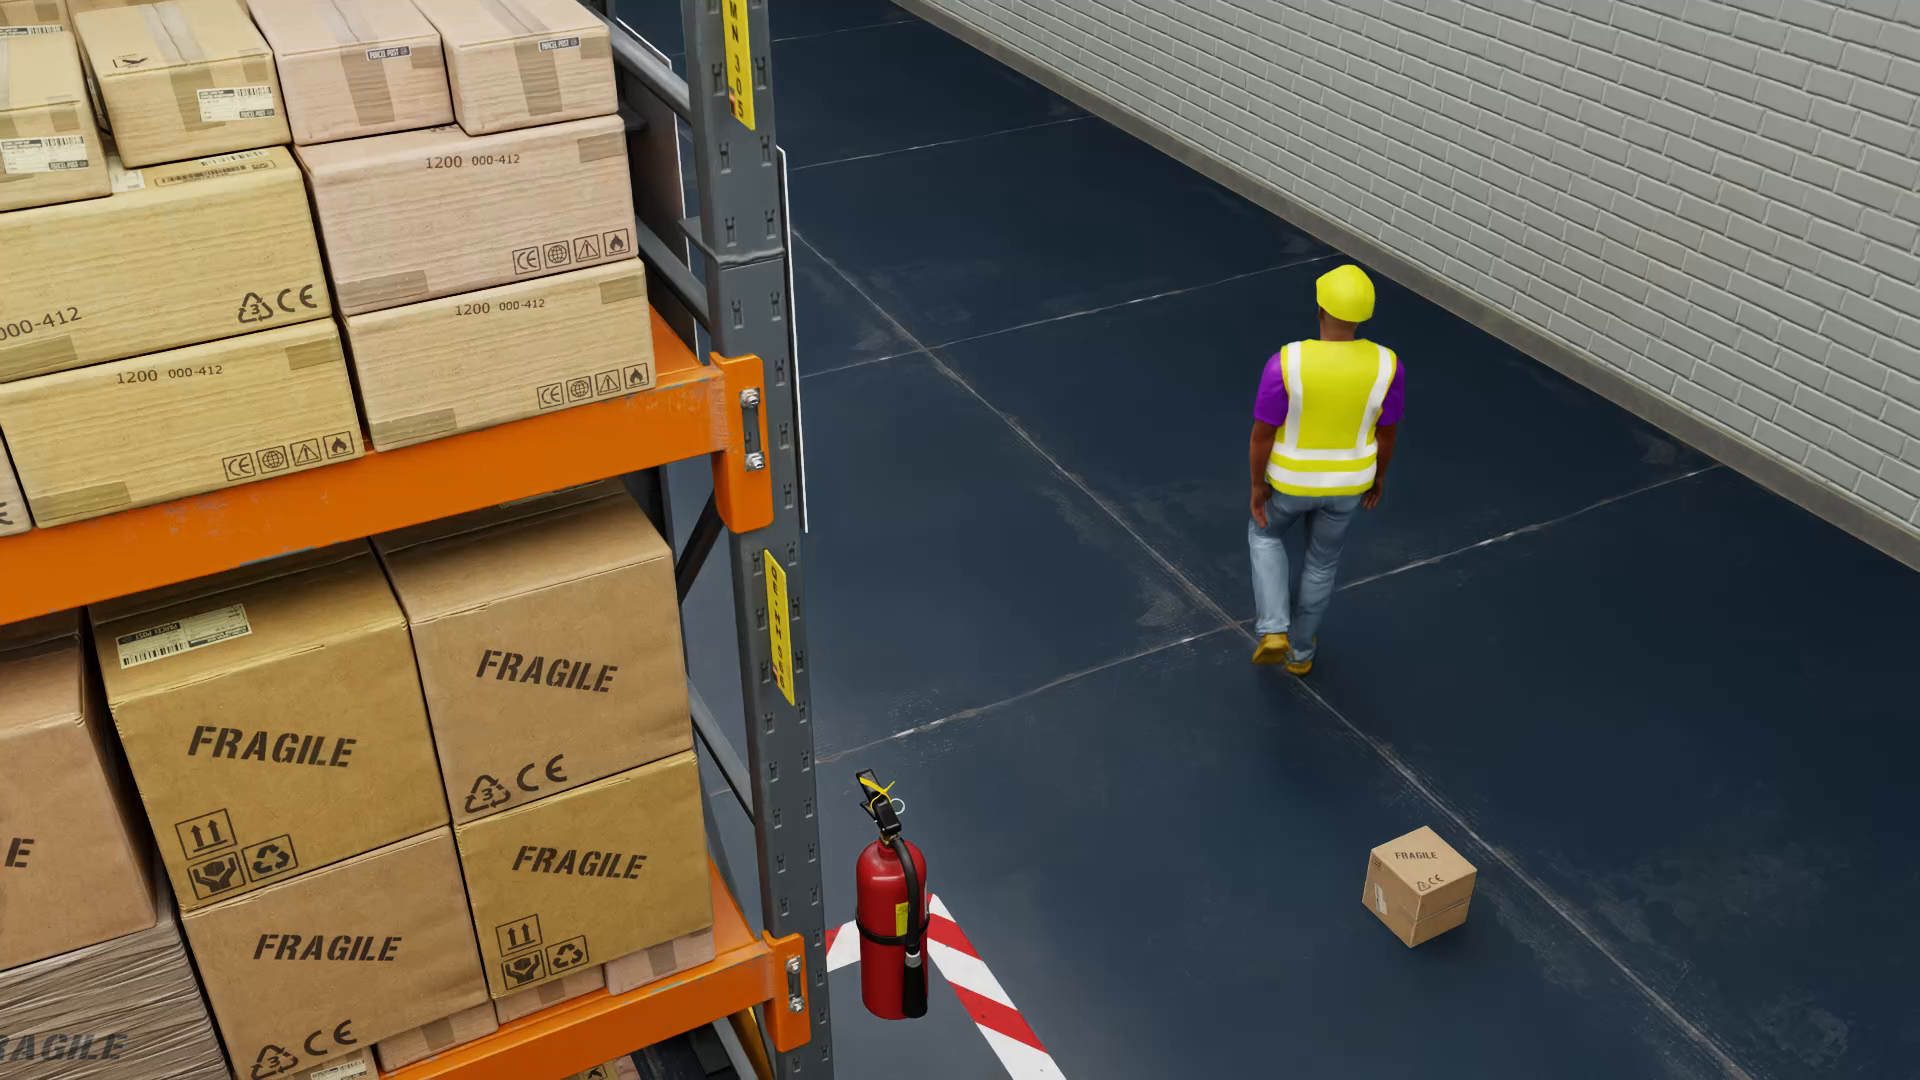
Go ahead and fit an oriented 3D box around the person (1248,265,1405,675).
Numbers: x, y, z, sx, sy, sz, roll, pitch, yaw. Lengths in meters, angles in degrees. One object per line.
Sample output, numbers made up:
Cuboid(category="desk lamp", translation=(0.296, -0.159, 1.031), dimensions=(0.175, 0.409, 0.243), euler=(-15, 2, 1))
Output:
Cuboid(category="person", translation=(1.384, -0.243, 6.451), dimensions=(0.563, 1.762, 0.474), euler=(2, 33, 3))
